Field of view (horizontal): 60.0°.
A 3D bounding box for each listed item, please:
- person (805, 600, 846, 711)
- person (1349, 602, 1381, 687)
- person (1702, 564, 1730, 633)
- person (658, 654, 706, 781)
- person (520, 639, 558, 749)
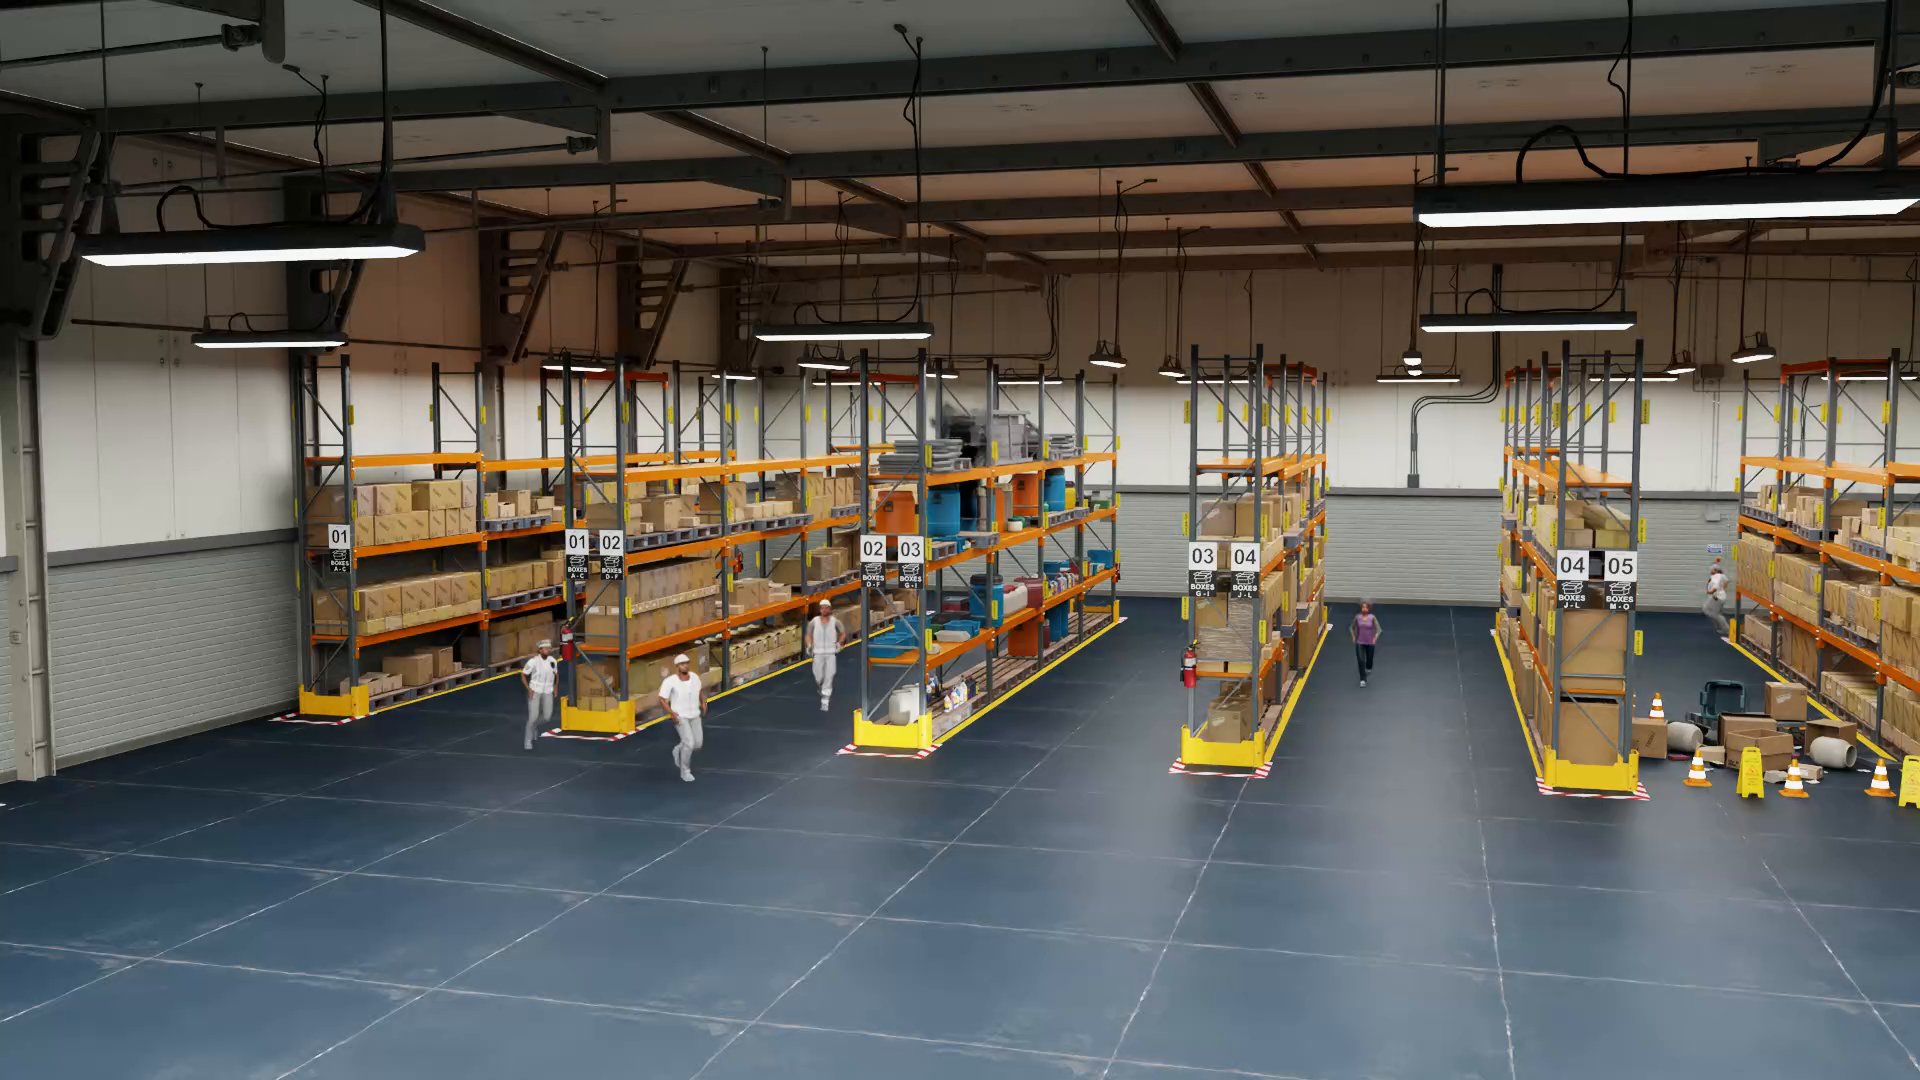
[{"bbox_3d":[-2.159,1.834,26.757,0.656,1.760,0.704,0,4,-2],"label":"person"},{"bbox_3d":[7.493,1.912,30.794,0.575,1.557,0.678,1,4,17],"label":"person"},{"bbox_3d":[17.286,1.340,37.991,0.604,1.602,0.655,2,5,26],"label":"person"},{"bbox_3d":[-3.820,2.428,22.929,0.693,1.732,0.561,-4,6,-42],"label":"person"},{"bbox_3d":[-6.322,2.314,25.153,0.627,1.637,0.430,-3,5,-35],"label":"person"}]
